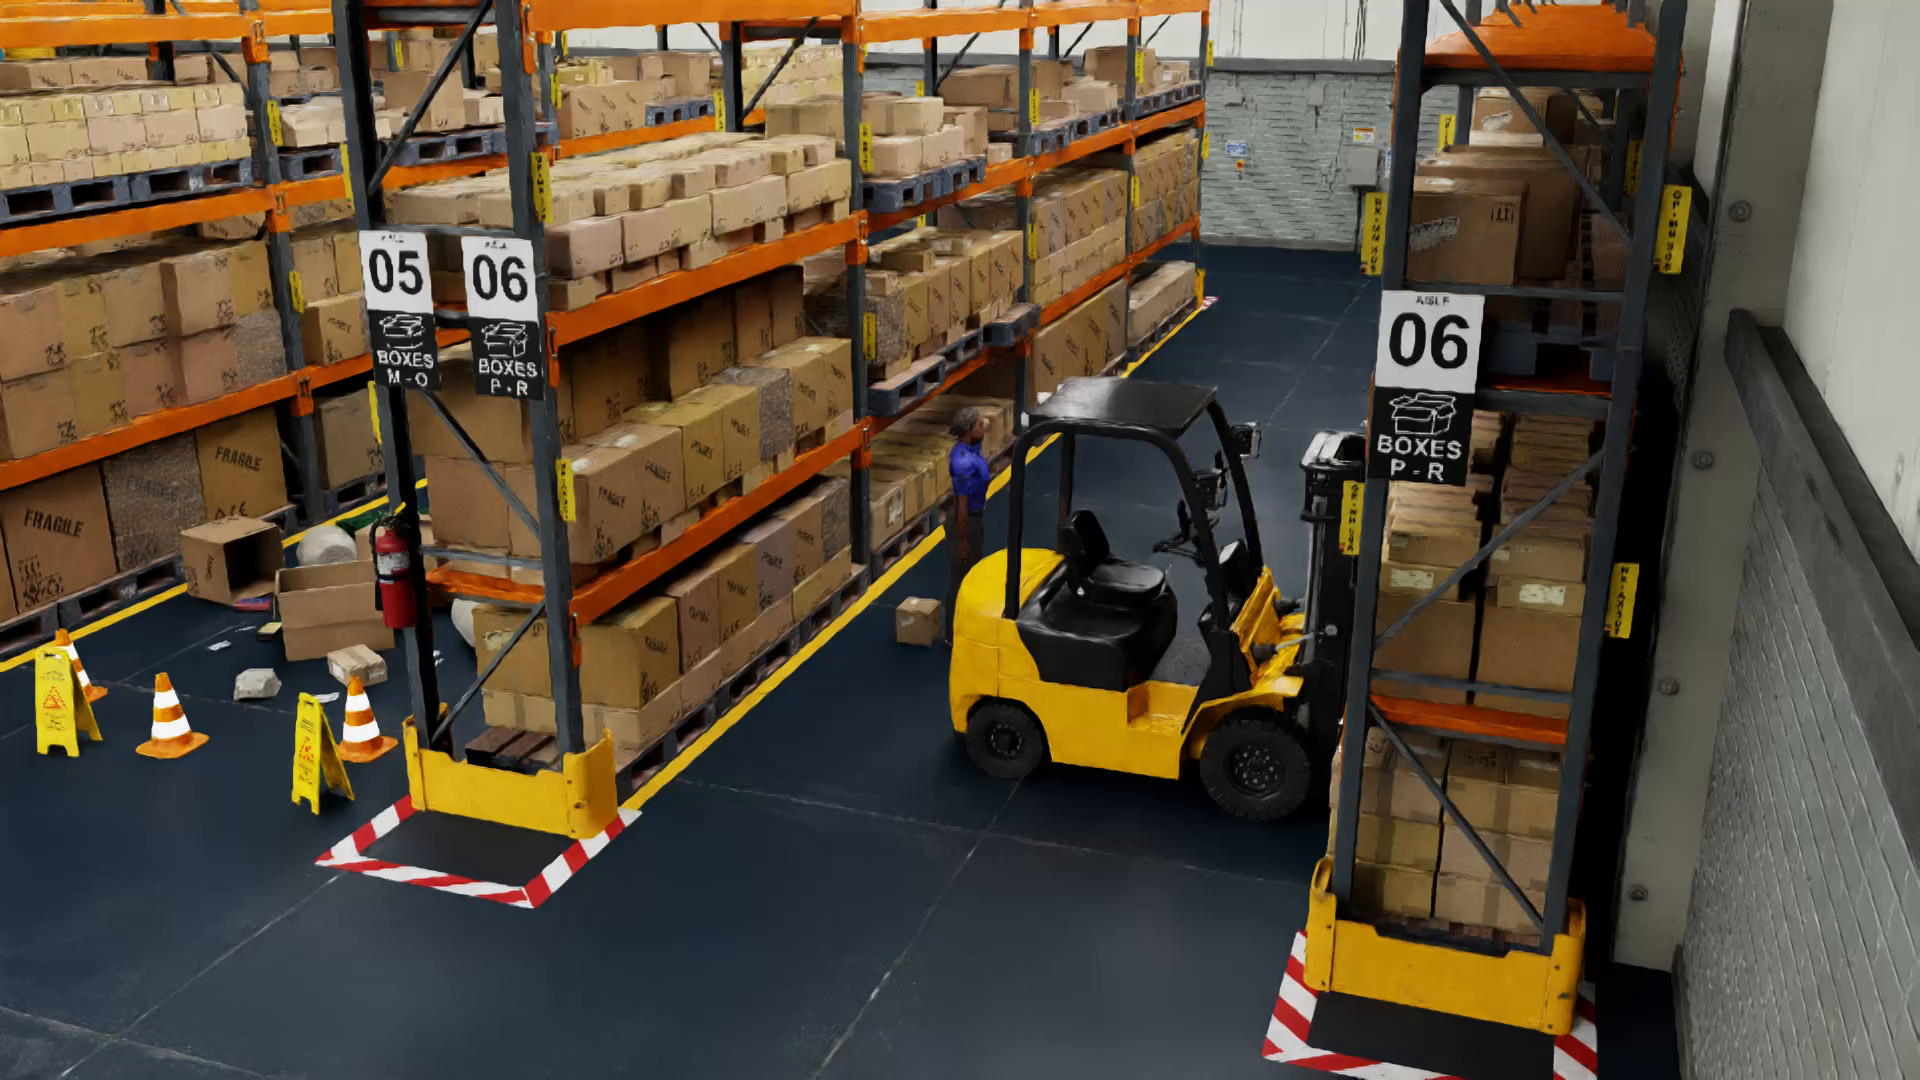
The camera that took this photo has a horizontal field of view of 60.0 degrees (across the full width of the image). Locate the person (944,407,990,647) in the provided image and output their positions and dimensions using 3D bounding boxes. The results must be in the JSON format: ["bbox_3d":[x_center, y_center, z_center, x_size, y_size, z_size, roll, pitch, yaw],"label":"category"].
[{"bbox_3d":[0.064,-0.086,11.259,0.345,1.668,0.558,1,19,3],"label":"person"}]
